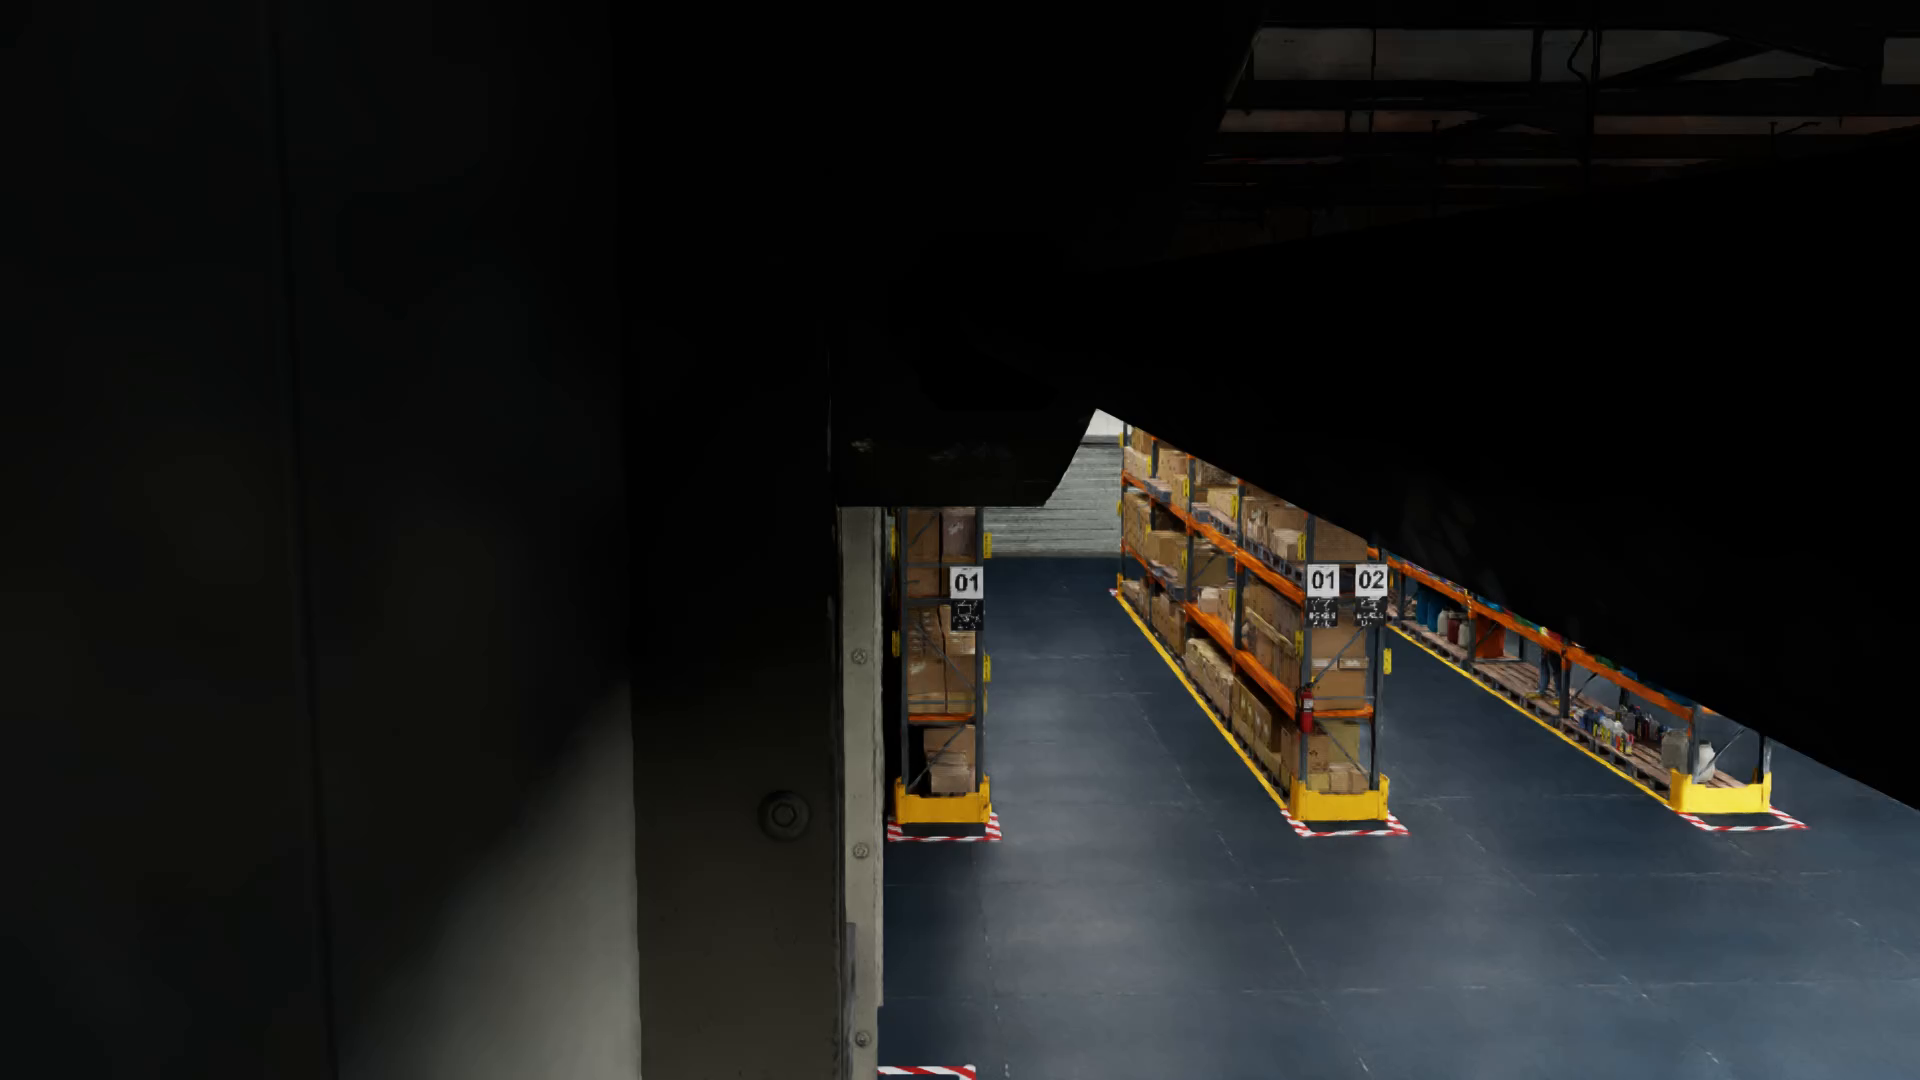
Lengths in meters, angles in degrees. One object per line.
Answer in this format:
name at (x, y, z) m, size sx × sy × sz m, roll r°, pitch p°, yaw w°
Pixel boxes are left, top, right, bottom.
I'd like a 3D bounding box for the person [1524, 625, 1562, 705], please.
person at (9.088, 1.623, 25.735) m, size 0.579 × 1.763 × 0.693 m, roll 1°, pitch 8°, yaw 10°
